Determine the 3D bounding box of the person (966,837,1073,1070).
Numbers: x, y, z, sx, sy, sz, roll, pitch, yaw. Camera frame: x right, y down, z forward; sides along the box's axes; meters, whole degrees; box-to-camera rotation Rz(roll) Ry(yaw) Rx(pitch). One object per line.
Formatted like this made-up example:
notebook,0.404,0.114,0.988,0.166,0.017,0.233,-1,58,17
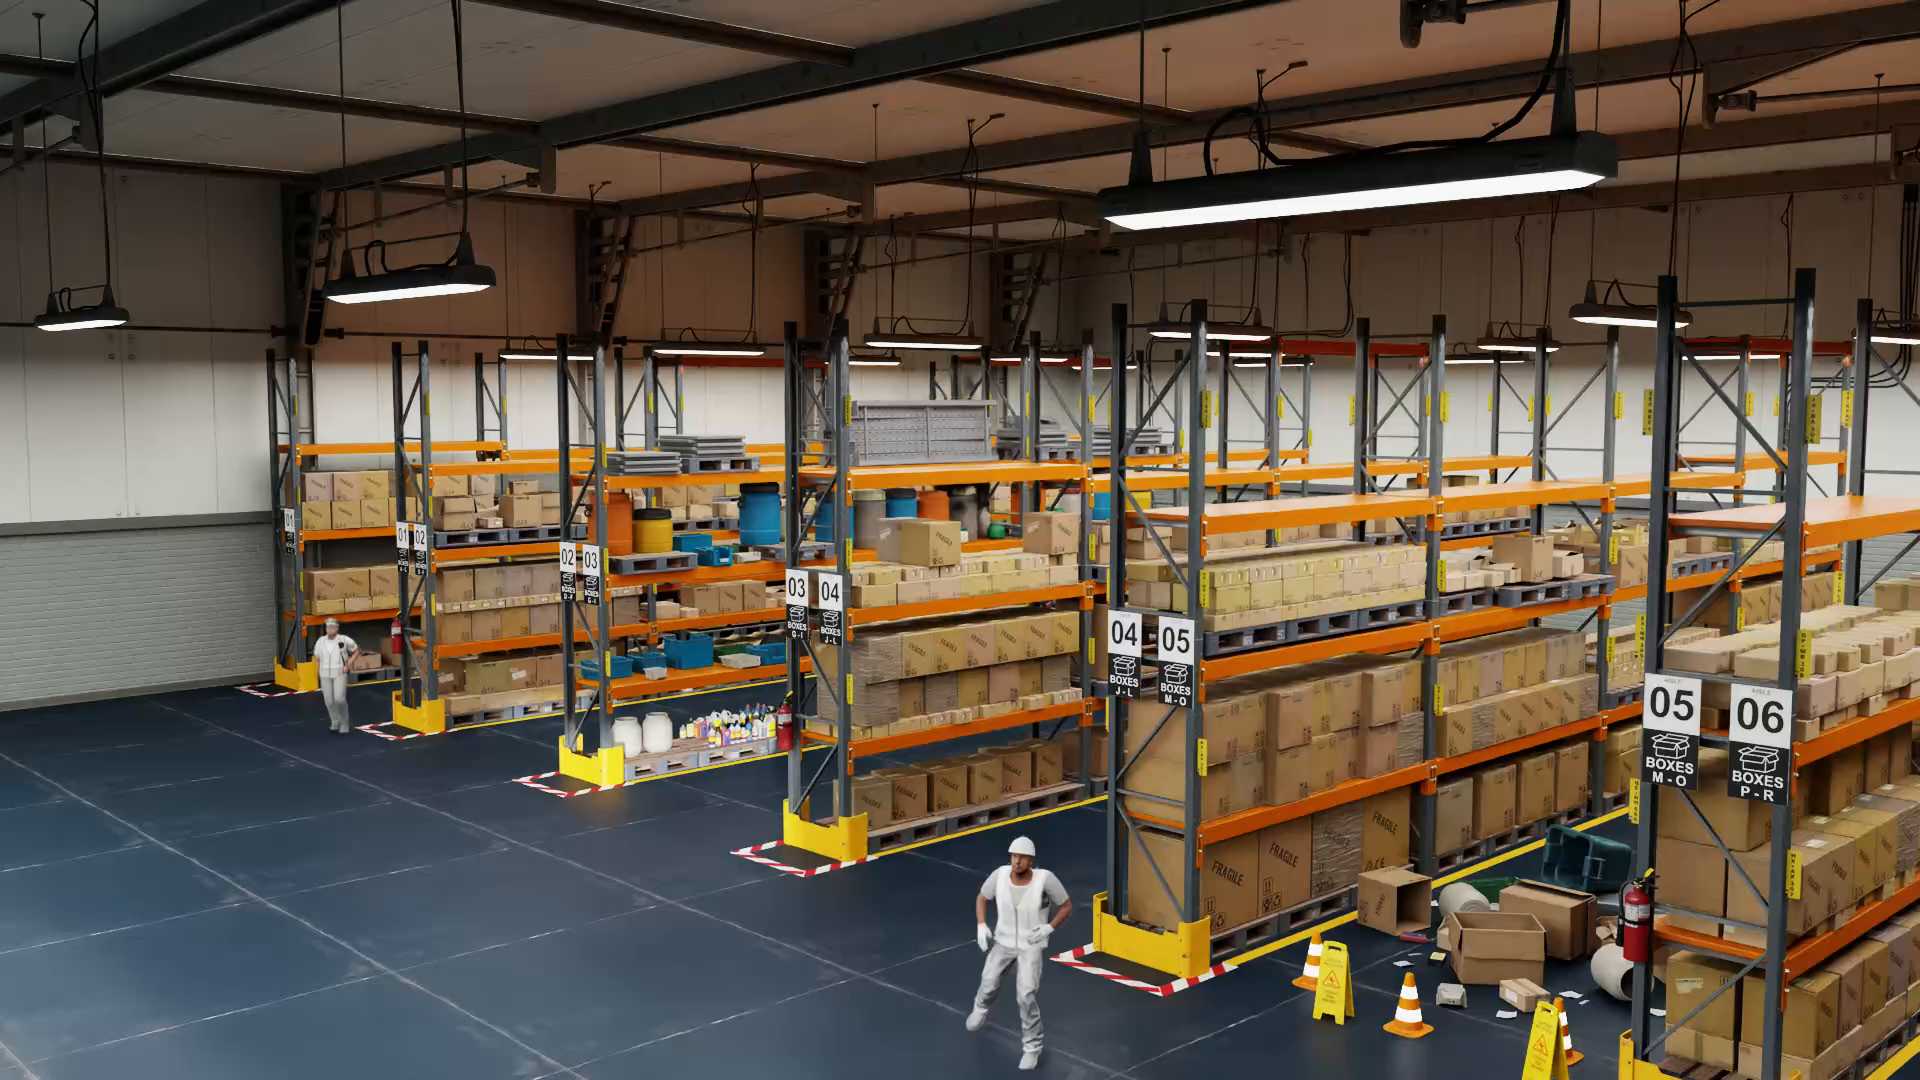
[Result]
person,0.437,3.169,13.071,0.892,1.741,0.706,1,5,15

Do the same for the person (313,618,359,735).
person,-9.584,2.099,25.431,0.642,1.831,0.669,0,5,-2
